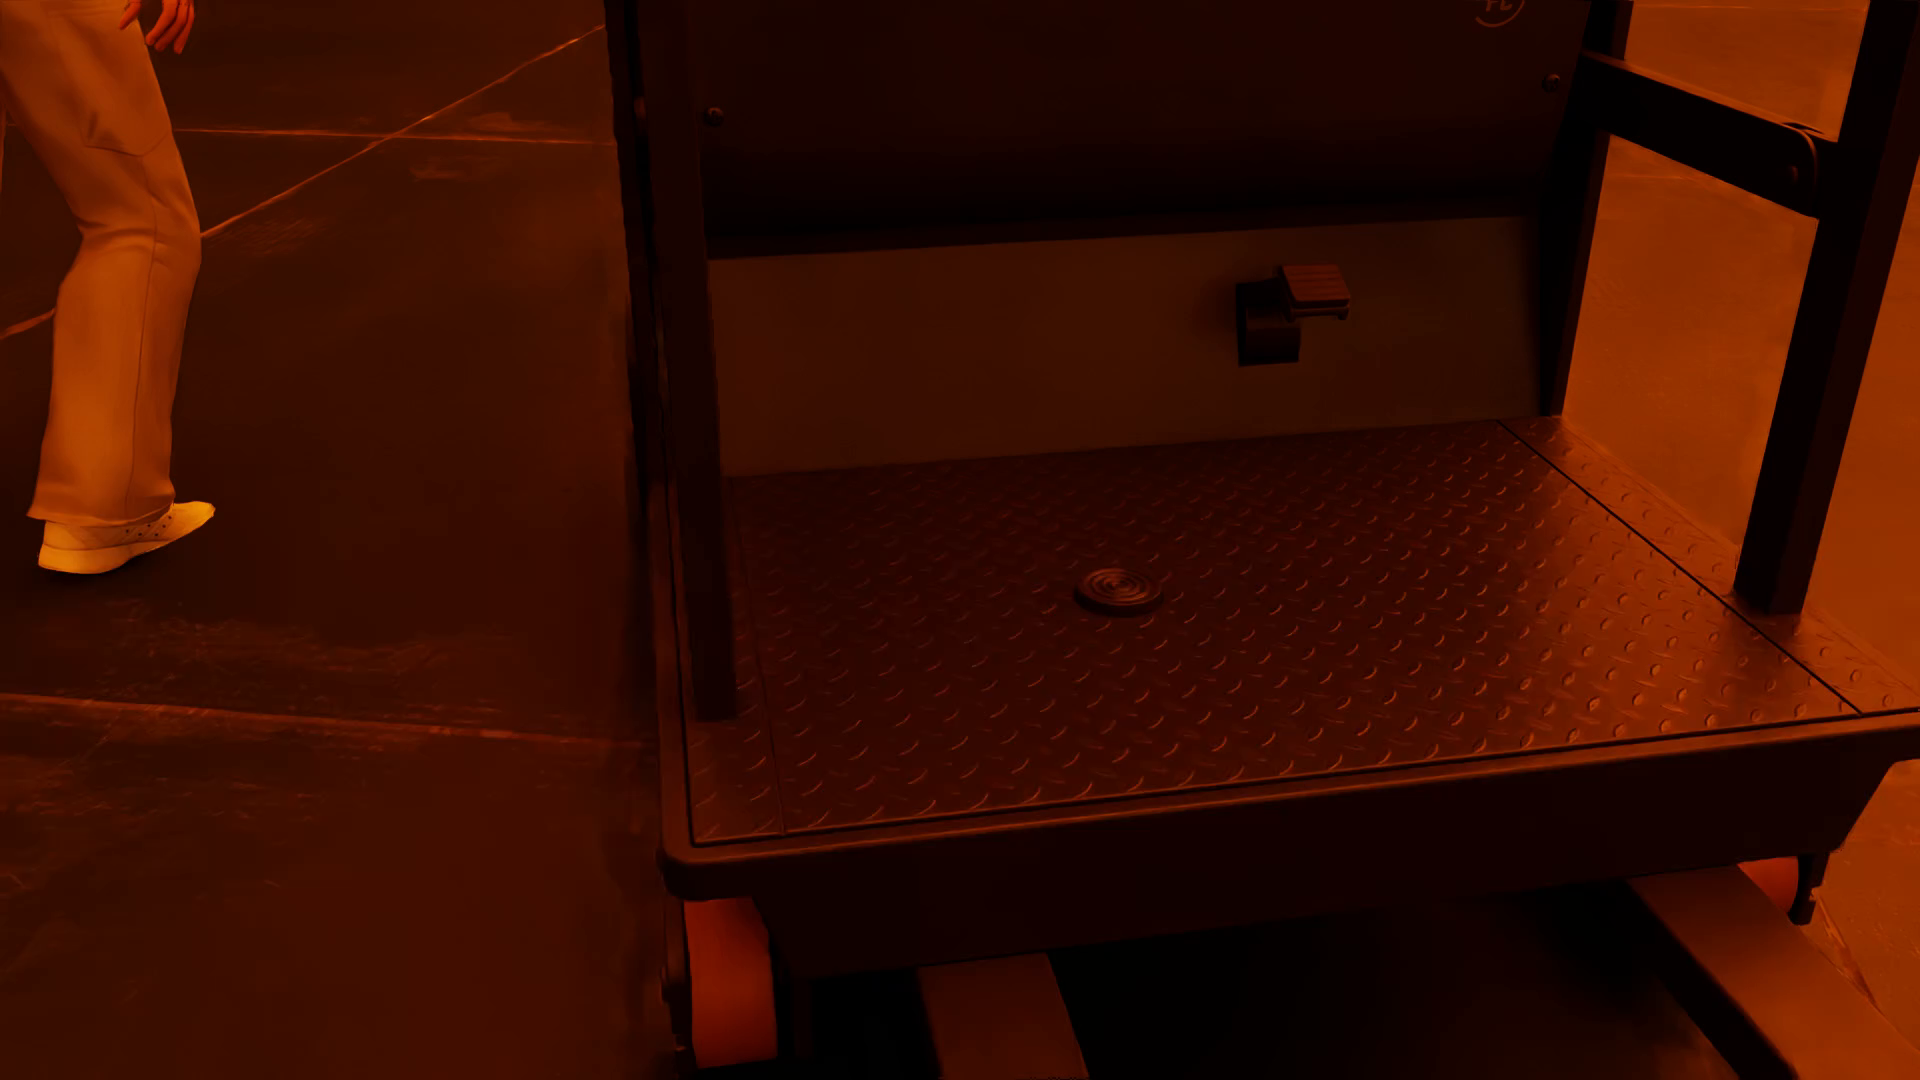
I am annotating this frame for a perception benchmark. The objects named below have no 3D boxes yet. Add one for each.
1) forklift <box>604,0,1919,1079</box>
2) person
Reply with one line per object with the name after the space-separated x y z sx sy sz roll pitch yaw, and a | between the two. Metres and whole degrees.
0.228 -1.006 1.233 1.130 2.935 3.031 -5 27 -9 | forklift
-1.348 -0.752 2.242 0.779 1.649 0.468 7 27 13 | person
